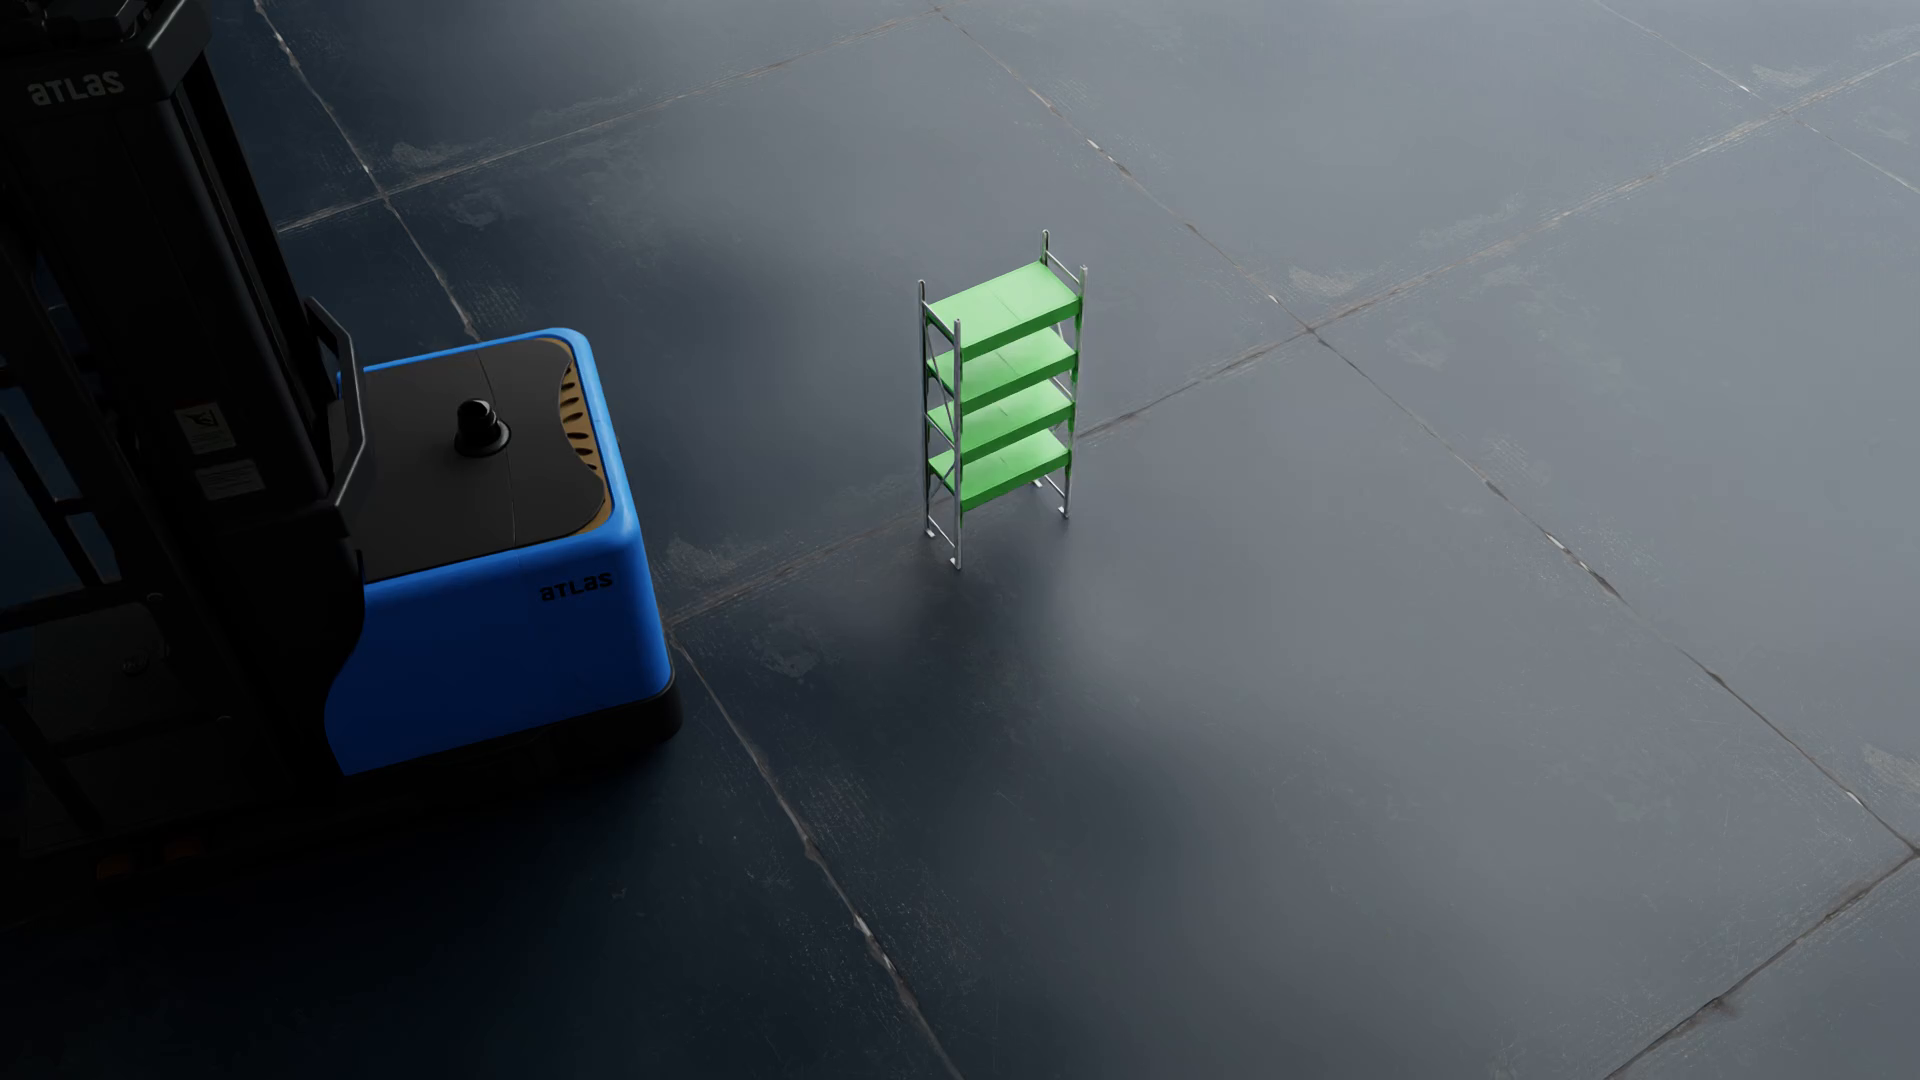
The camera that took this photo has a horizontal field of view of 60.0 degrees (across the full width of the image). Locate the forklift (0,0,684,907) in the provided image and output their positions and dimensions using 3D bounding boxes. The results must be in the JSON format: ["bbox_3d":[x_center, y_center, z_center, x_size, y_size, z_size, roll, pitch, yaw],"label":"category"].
[{"bbox_3d":[-2.508,-0.285,4.541,3.031,2.935,1.130,-14,50,-12],"label":"forklift"}]

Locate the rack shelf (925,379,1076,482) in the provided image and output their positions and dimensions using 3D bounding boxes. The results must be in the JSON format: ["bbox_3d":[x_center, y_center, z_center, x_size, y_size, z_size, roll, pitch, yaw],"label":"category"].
[{"bbox_3d":[0.140,-0.422,5.908,0.480,0.148,0.258,-25,53,-21],"label":"rack shelf"}]

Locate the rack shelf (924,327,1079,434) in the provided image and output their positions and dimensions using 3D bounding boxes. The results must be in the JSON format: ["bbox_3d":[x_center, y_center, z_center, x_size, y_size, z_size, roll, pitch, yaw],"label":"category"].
[{"bbox_3d":[0.140,-0.582,5.729,0.480,0.148,0.258,-25,53,-21],"label":"rack shelf"}]

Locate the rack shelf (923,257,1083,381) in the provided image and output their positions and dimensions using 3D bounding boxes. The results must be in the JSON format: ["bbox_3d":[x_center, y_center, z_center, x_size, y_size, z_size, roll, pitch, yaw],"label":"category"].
[{"bbox_3d":[0.140,-0.742,5.550,0.480,0.148,0.258,-25,53,-21],"label":"rack shelf"}]

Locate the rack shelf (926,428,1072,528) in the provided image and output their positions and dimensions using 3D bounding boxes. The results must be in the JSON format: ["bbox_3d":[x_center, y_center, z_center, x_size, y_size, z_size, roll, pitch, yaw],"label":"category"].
[{"bbox_3d":[0.140,-0.263,6.088,0.480,0.148,0.258,-25,53,-21],"label":"rack shelf"}]

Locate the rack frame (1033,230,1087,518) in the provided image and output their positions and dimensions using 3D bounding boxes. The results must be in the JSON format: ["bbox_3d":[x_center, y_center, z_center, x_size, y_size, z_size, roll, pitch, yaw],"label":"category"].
[{"bbox_3d":[0.346,-0.562,5.947,0.015,1.200,0.240,-25,53,-21],"label":"rack frame"}]

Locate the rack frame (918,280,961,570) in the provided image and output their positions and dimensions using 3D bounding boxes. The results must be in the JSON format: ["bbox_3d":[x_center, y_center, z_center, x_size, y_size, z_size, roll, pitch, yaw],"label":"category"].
[{"bbox_3d":[-0.066,-0.368,5.774,0.015,1.200,0.240,-25,53,-21],"label":"rack frame"}]

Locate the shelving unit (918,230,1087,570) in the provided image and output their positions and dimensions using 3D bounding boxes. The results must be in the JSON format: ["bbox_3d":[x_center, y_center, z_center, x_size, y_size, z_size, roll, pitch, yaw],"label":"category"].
[{"bbox_3d":[0.140,-0.465,5.861,0.503,1.200,0.258,-25,53,-21],"label":"shelving unit"}]
